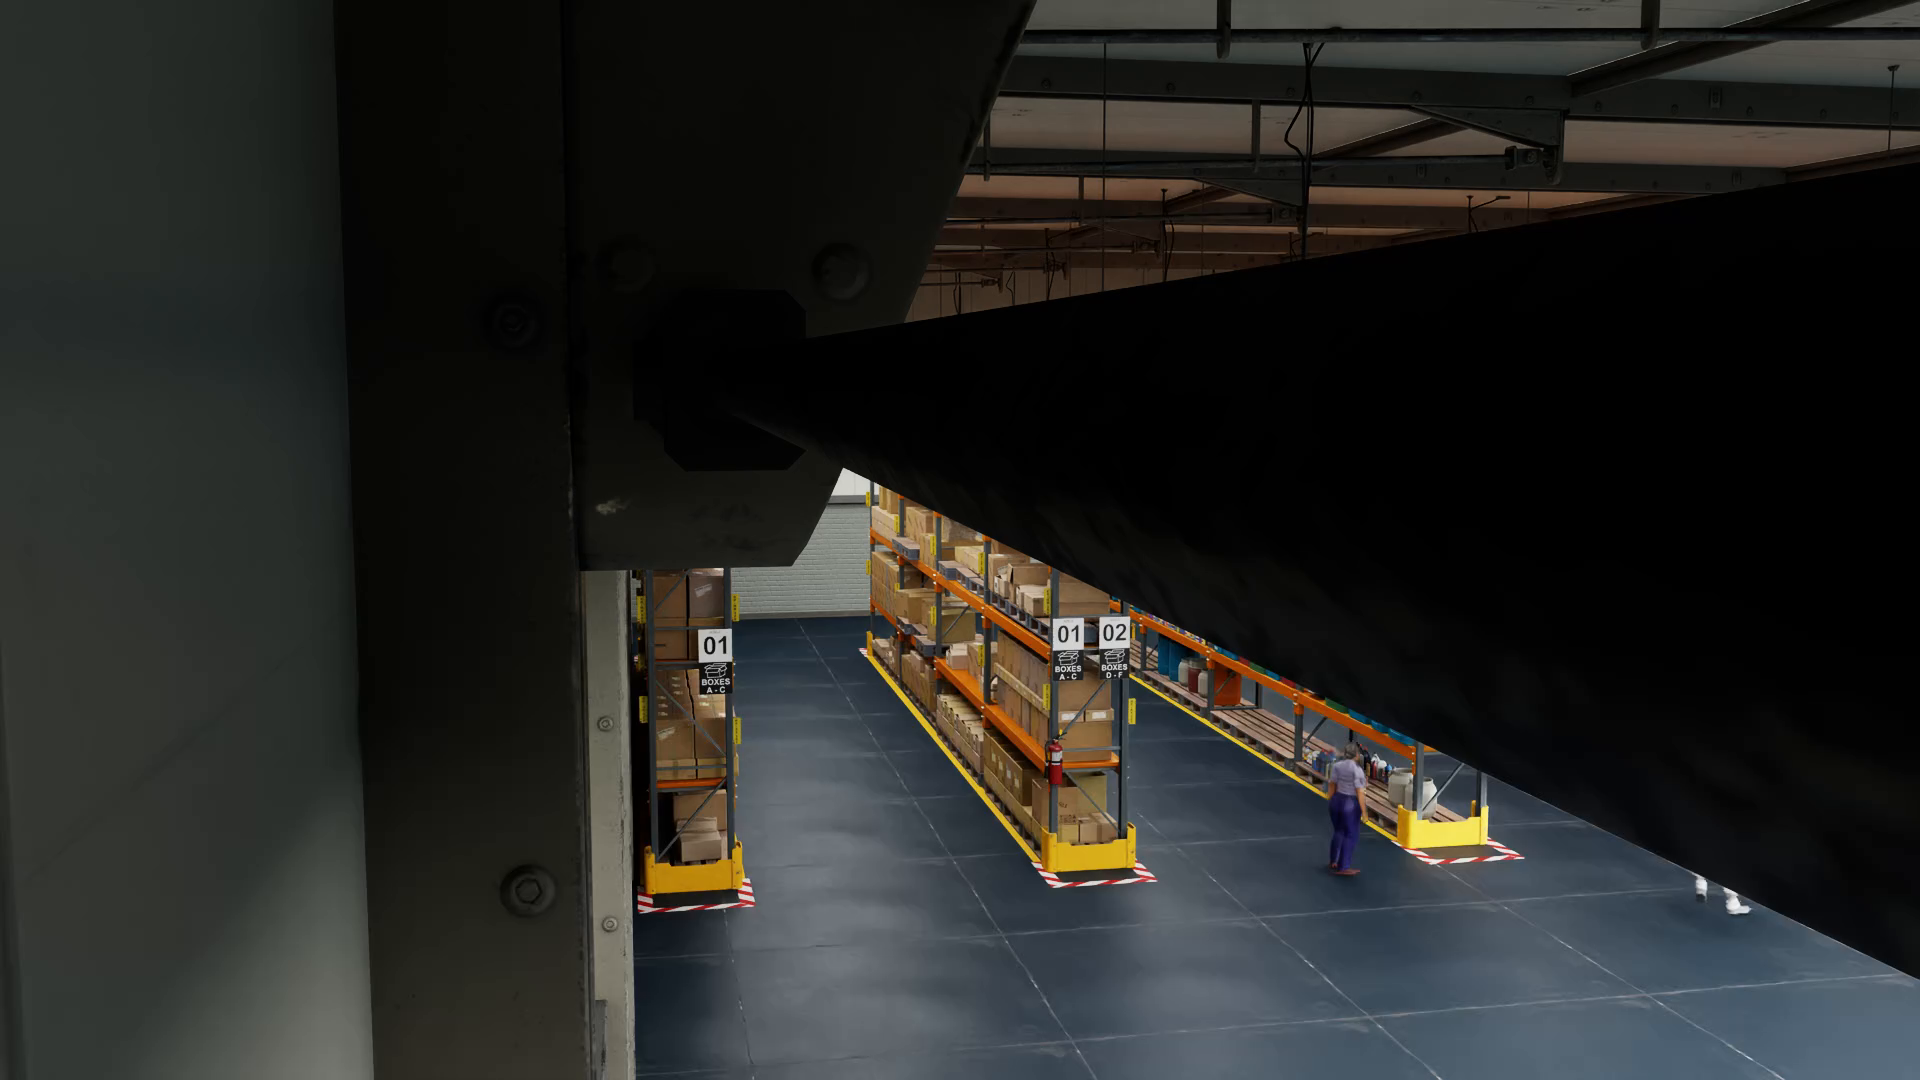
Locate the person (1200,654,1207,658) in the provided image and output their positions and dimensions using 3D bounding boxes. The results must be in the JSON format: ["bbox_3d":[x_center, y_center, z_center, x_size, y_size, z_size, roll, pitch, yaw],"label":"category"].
[{"bbox_3d":[5.360,1.877,34.812,0.553,1.642,0.939,-3,7,-27],"label":"person"}]

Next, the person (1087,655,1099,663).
[{"bbox_3d":[2.613,2.328,30.267,0.557,1.736,1.003,-1,6,-12],"label":"person"}]

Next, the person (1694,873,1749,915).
[{"bbox_3d":[8.803,3.419,19.260,0.632,1.791,0.468,6,8,43],"label":"person"}]

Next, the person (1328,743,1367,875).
[{"bbox_3d":[4.861,3.377,20.810,0.424,1.657,0.556,-4,7,-33],"label":"person"}]
